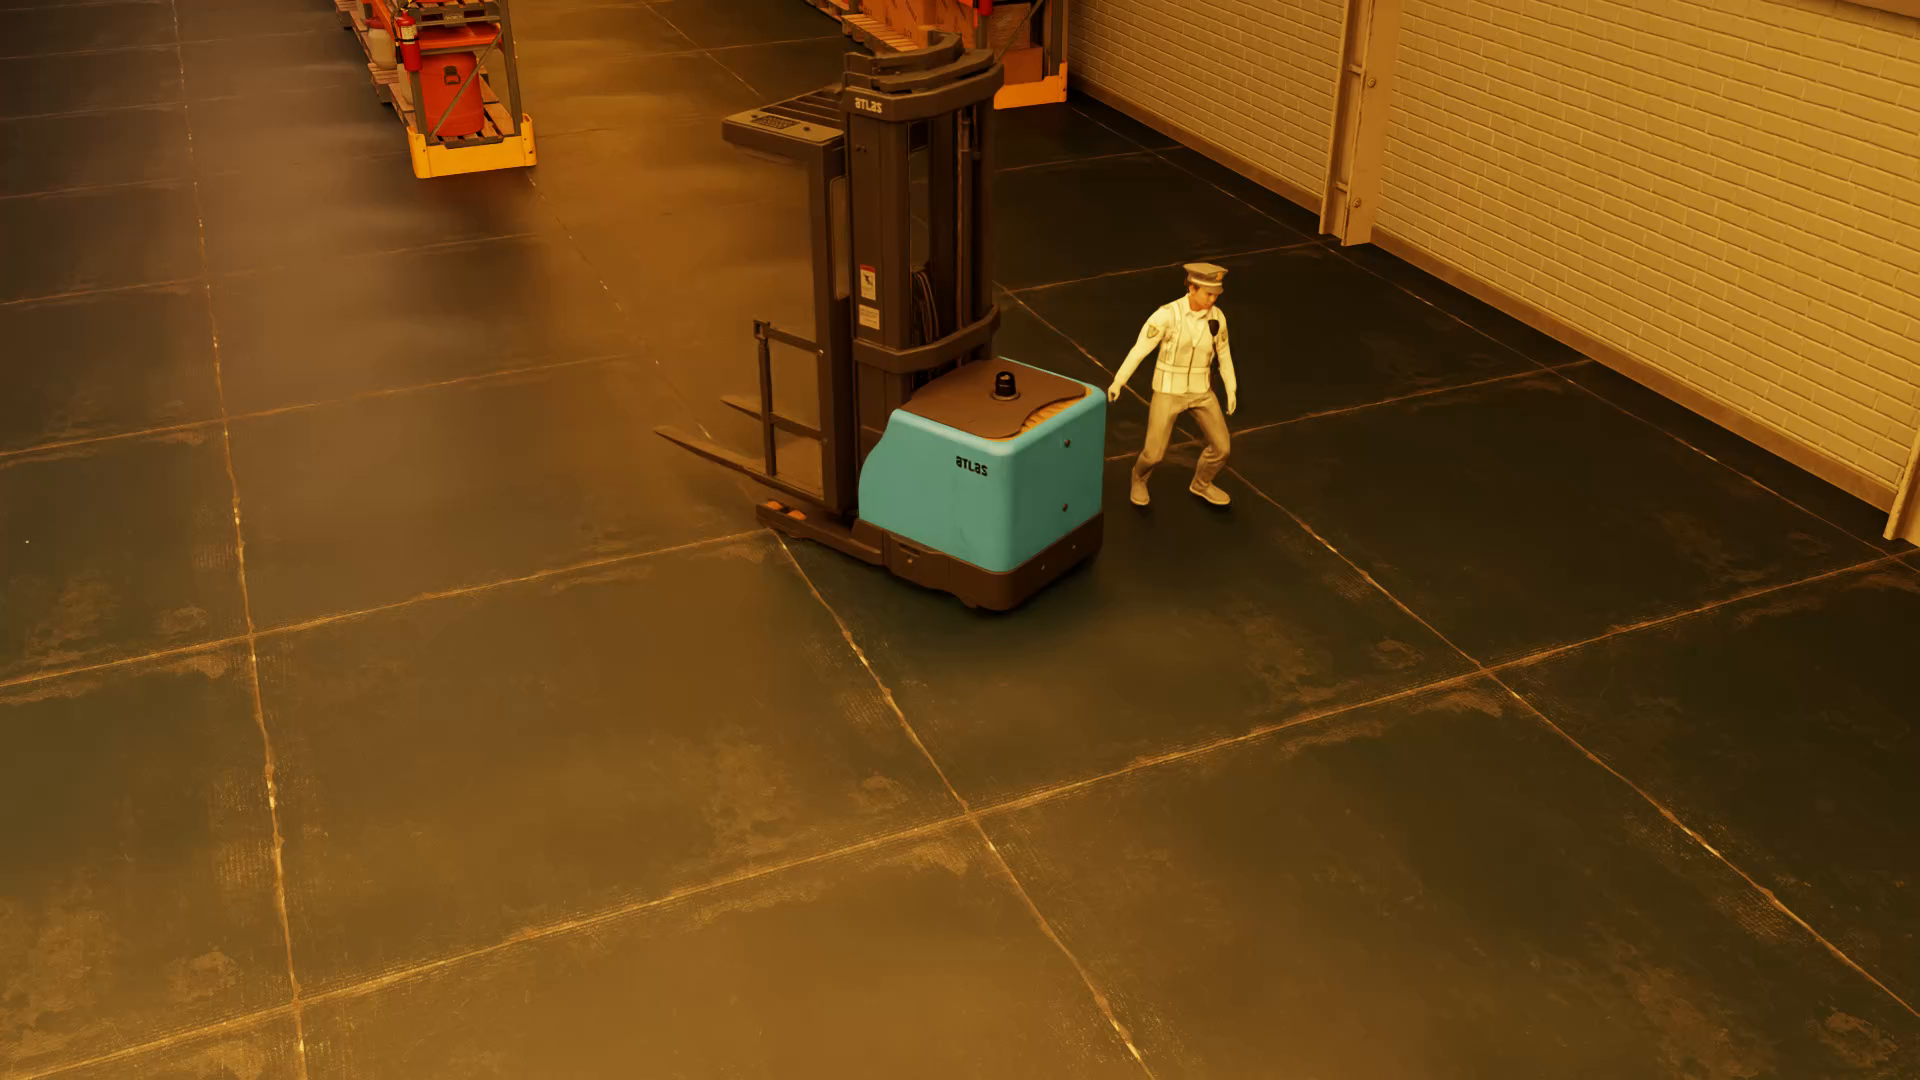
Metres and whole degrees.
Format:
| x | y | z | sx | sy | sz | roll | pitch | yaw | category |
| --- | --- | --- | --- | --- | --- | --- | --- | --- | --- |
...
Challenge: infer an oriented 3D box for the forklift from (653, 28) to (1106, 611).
| x | y | z | sx | sy | sz | roll | pitch | yaw | category |
| --- | --- | --- | --- | --- | --- | --- | --- | --- | --- |
| -0.623 | -1.466 | 9.683 | 3.031 | 2.935 | 1.130 | 22 | 36 | 33 | forklift |

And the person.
| x | y | z | sx | sy | sz | roll | pitch | yaw | category |
| --- | --- | --- | --- | --- | --- | --- | --- | --- | --- |
| 1.285 | -0.933 | 10.046 | 0.790 | 1.593 | 0.456 | -5 | 30 | -8 | person |
